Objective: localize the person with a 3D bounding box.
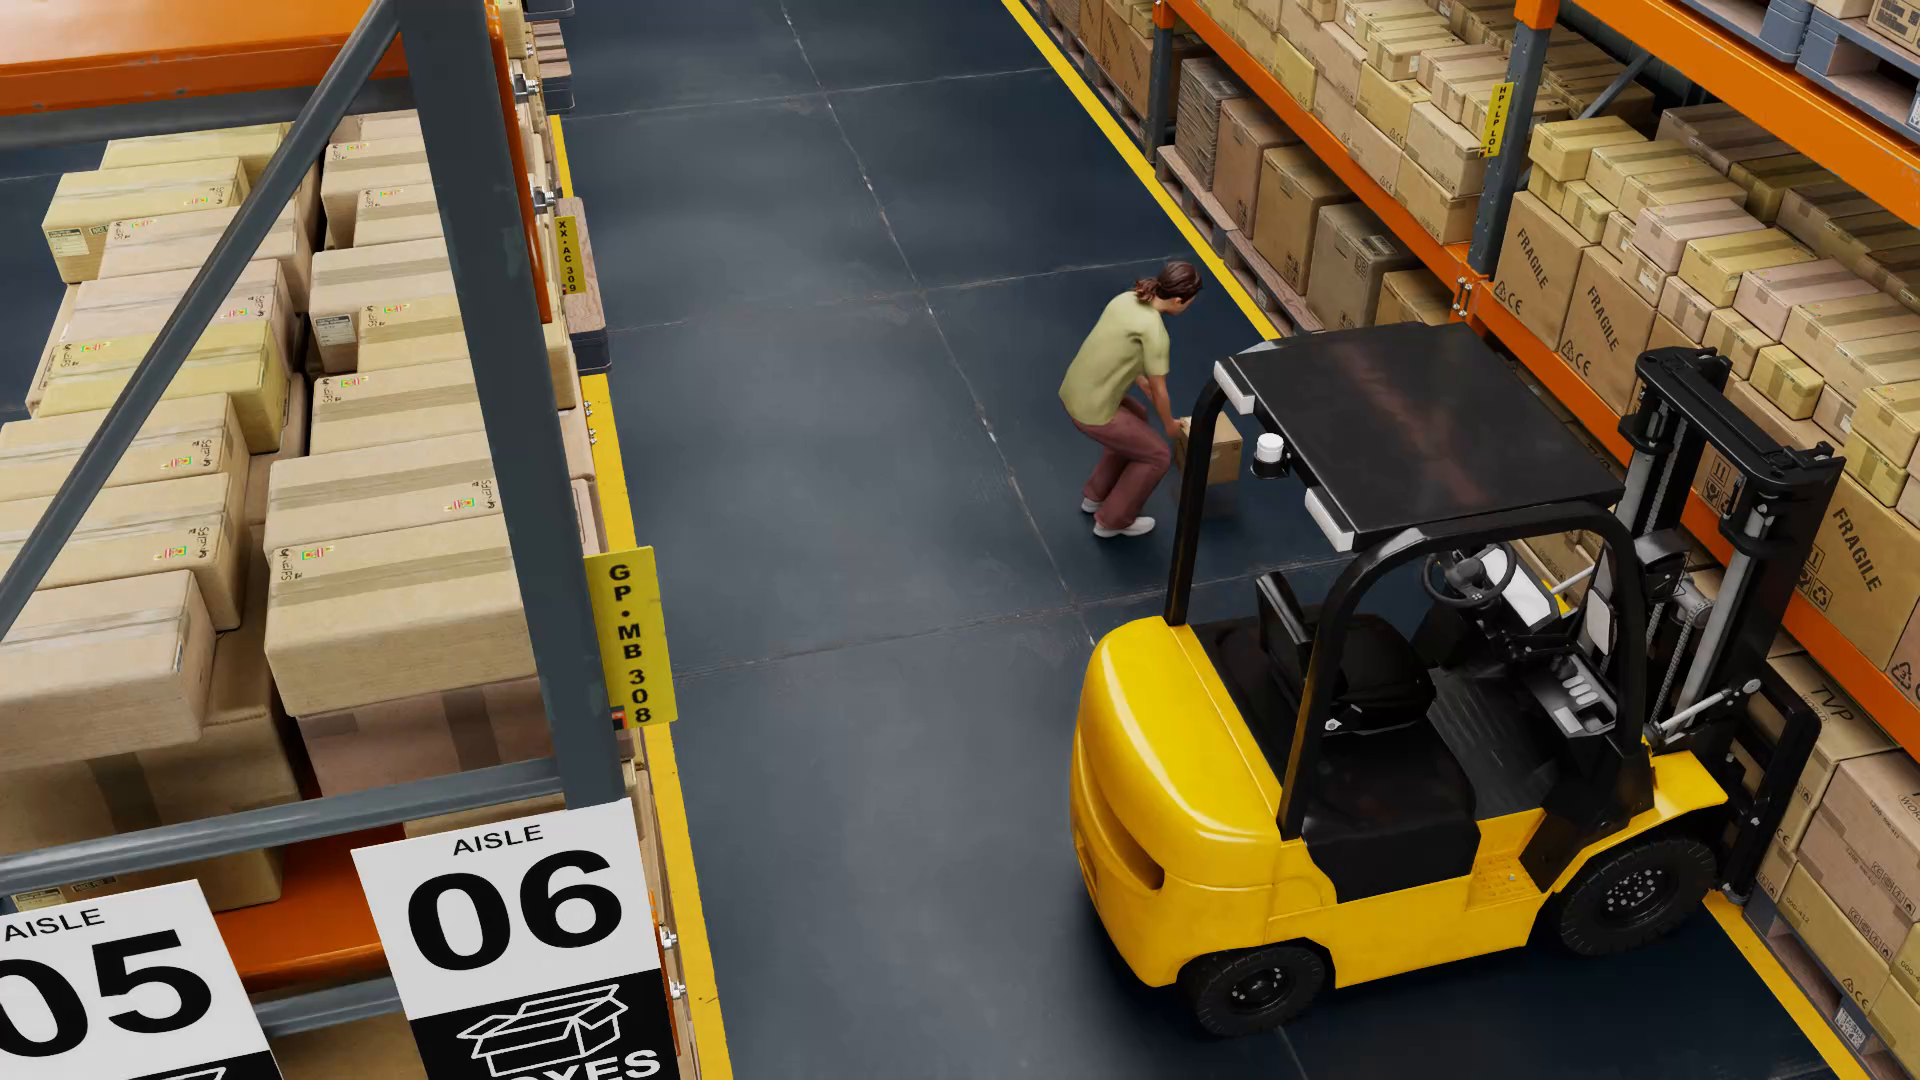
[{"bbox_3d":[0.782,-0.667,7.816,0.650,1.363,0.511,-9,39,-12],"label":"person"}]
